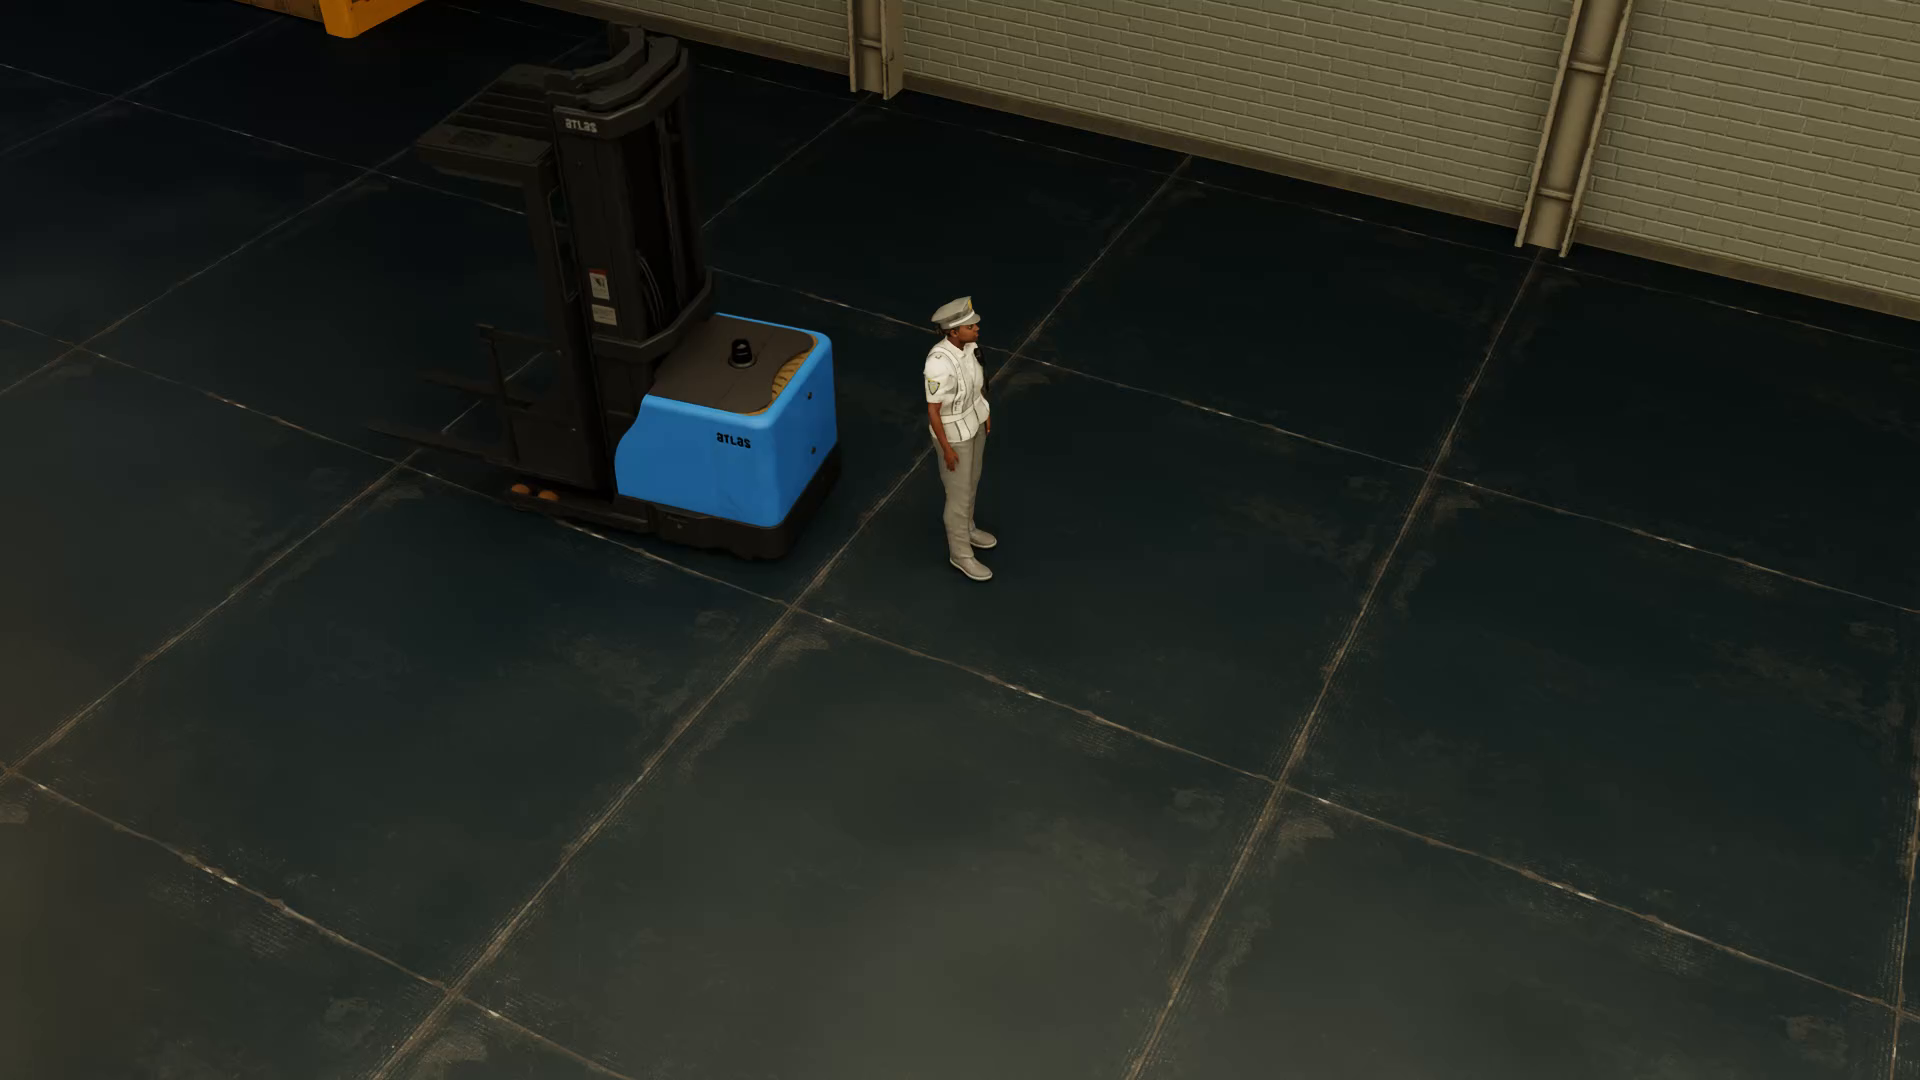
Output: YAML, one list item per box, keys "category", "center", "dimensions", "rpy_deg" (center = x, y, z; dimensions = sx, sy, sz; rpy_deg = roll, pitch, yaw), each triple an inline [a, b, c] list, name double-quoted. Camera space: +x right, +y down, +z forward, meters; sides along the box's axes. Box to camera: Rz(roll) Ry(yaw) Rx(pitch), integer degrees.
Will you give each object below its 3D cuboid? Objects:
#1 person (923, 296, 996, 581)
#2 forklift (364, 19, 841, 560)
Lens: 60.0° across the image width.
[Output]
- category: "person"
  center: [0.057, -0.620, 9.672]
  dimensions: [0.530, 1.695, 0.570]
  rpy_deg: [18, 43, 21]
- category: "forklift"
  center: [-2.336, -1.572, 9.853]
  dimensions: [3.031, 2.935, 1.130]
  rpy_deg: [13, 42, 15]
